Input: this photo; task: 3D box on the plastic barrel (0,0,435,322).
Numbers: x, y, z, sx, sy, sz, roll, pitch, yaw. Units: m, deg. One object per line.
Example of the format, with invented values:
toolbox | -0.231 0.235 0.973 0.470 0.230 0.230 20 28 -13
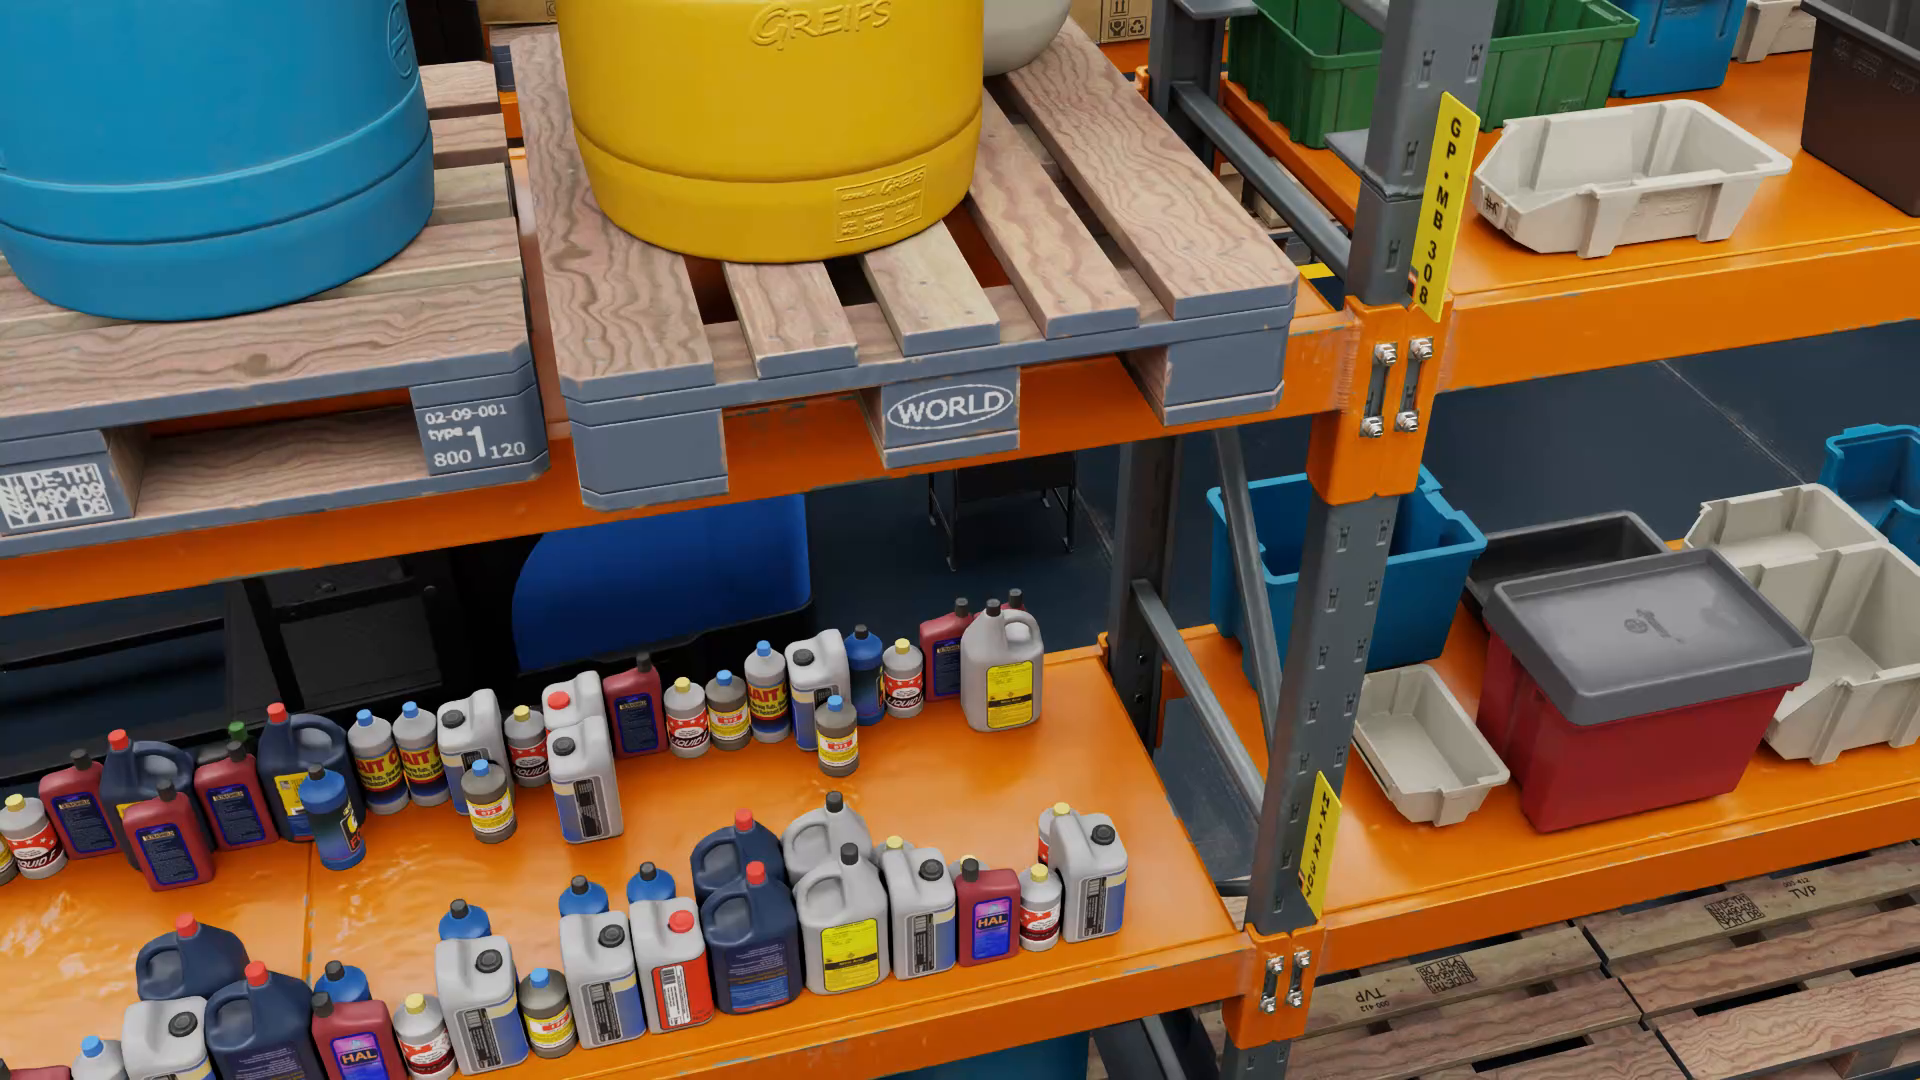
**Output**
plastic barrel | -1.044 -0.808 2.111 0.708 0.901 0.600 -9 38 -12

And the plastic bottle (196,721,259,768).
plastic bottle | -1.608 0.523 3.693 0.133 0.283 0.061 -9 38 -12

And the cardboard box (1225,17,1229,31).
cardboard box | 1.306 -2.720 7.755 0.500 0.500 0.500 -10 39 -13

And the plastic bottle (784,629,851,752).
plastic bottle | -0.336 0.346 3.931 0.135 0.276 0.152 -9 38 -12

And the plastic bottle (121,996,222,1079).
plastic bottle | -1.457 0.973 3.111 0.135 0.276 0.152 -9 38 -12

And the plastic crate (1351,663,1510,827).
plastic crate | 1.050 0.480 3.822 0.243 0.136 0.396 -9 38 -12

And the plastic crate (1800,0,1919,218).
plastic crate | 1.834 -0.787 2.948 0.590 0.269 0.497 -9 38 -12

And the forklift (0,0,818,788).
forklift | -2.095 -0.664 5.206 3.031 2.935 1.130 -13 39 -16

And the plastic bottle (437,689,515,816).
plastic bottle | -1.101 0.471 3.767 0.135 0.276 0.152 -9 38 -12

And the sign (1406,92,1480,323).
sign | 0.705 -0.483 2.437 0.005 0.325 0.100 -9 38 -12

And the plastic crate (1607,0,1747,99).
plastic crate | 1.359 -1.068 3.346 0.300 0.233 0.416 -9 38 -12

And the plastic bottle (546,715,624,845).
plastic bottle | -0.837 0.524 3.698 0.135 0.276 0.152 -9 38 -12

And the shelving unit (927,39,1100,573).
shelving unit | 0.160 -0.860 6.146 0.503 2.100 0.431 -9 38 -12

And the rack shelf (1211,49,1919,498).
rack shelf | 2.494 -0.834 3.494 4.000 0.370 1.077 -9 38 -12

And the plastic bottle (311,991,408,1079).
plastic bottle | -1.138 0.946 3.140 0.133 0.283 0.061 -9 38 -12

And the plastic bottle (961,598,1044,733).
plastic bottle | 0.100 0.280 3.955 0.185 0.351 0.144 -9 38 -12

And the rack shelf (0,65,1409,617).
rack shelf | -1.367 -0.200 2.666 4.000 0.370 1.077 -9 38 -12

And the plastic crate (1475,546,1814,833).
plastic crate | 1.491 0.345 3.728 0.583 0.464 0.402 -9 38 -12

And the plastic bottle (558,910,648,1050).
plastic bottle | -0.702 0.849 3.273 0.135 0.276 0.152 -9 38 -12

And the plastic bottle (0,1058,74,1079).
plastic bottle | -1.669 1.034 3.026 0.133 0.283 0.061 -9 38 -12

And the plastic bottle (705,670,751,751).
plastic bottle | -0.549 0.393 3.931 0.097 0.201 0.097 0 37 0

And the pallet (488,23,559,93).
pallet | -1.524 -2.378 7.548 1.213 0.211 1.003 -9 38 -12

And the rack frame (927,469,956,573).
rack frame | -0.076 -0.822 6.096 0.015 2.100 0.400 -9 38 -12

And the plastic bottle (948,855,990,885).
plastic bottle | 0.018 0.740 3.478 0.097 0.201 0.097 0 37 0

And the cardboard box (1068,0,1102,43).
cardboard box | 0.332 -2.561 7.547 0.500 0.500 0.500 -9 38 -11

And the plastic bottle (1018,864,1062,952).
plastic bottle | 0.162 0.754 3.459 0.097 0.201 0.097 0 37 0

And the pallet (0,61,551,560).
pallet | -1.262 -0.365 2.444 1.213 0.211 1.003 -9 38 -12

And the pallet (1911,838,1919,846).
pallet | 3.619 0.971 5.307 1.213 0.211 1.003 -9 38 -12

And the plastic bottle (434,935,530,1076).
plastic bottle | -0.926 0.886 3.225 0.135 0.276 0.152 -9 38 -12

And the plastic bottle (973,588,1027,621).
plastic bottle | 0.098 0.243 4.059 0.133 0.283 0.061 -9 38 -12

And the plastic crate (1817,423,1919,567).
plastic crate | 2.540 -0.100 4.500 0.300 0.233 0.416 -9 38 -12

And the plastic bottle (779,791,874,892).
plastic bottle | -0.276 0.661 3.457 0.185 0.351 0.144 -9 38 -12

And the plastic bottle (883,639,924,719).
plastic bottle | -0.137 0.326 4.019 0.097 0.201 0.097 0 37 0

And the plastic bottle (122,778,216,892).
plastic bottle | -1.700 0.629 3.555 0.133 0.283 0.061 -9 38 -12

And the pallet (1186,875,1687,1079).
pallet | 1.263 1.357 4.802 1.213 0.211 1.003 -9 38 -12

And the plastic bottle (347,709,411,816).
plastic bottle | -1.314 0.491 3.745 0.097 0.271 0.097 0 37 0

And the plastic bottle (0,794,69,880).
plastic bottle | -2.022 0.635 3.615 0.097 0.201 0.097 0 37 0

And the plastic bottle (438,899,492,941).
plastic bottle | -0.977 0.818 3.318 0.097 0.271 0.097 0 37 0

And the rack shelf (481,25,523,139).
rack shelf | -2.655 -1.915 7.376 4.000 0.370 1.077 -9 38 -12

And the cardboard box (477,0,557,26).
cardboard box | -1.887 -2.634 7.296 0.500 0.500 0.700 -4 38 -5

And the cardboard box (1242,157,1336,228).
cardboard box | 1.752 -1.870 8.627 0.500 0.250 0.500 -9 38 -12

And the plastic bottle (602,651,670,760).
plastic bottle | -0.759 0.384 3.876 0.133 0.283 0.061 -9 38 -12

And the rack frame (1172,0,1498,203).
rack frame | 0.563 -1.994 1.950 0.127 3.000 1.000 -9 38 -12

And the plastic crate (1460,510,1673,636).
plastic crate | 1.574 0.139 4.276 0.590 0.125 0.437 -9 38 -12

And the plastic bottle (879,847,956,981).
plastic bottle | -0.086 0.748 3.405 0.135 0.276 0.152 -9 38 -12

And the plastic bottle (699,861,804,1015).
plastic bottle | -0.417 0.775 3.308 0.185 0.351 0.144 -9 38 -12

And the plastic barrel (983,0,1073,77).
plastic barrel | -0.010 -1.087 2.776 0.433 0.535 0.433 0 37 0

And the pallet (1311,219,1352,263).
pallet | 2.294 -1.904 9.066 1.213 0.211 1.003 -9 38 -12

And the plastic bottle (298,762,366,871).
plastic bottle | -1.370 0.591 3.615 0.097 0.271 0.097 0 37 0

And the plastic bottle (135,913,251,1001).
plastic bottle | -1.472 0.853 3.207 0.185 0.351 0.144 -9 38 -12

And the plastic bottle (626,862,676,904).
plastic bottle | -0.623 0.760 3.394 0.097 0.271 0.097 0 37 0
